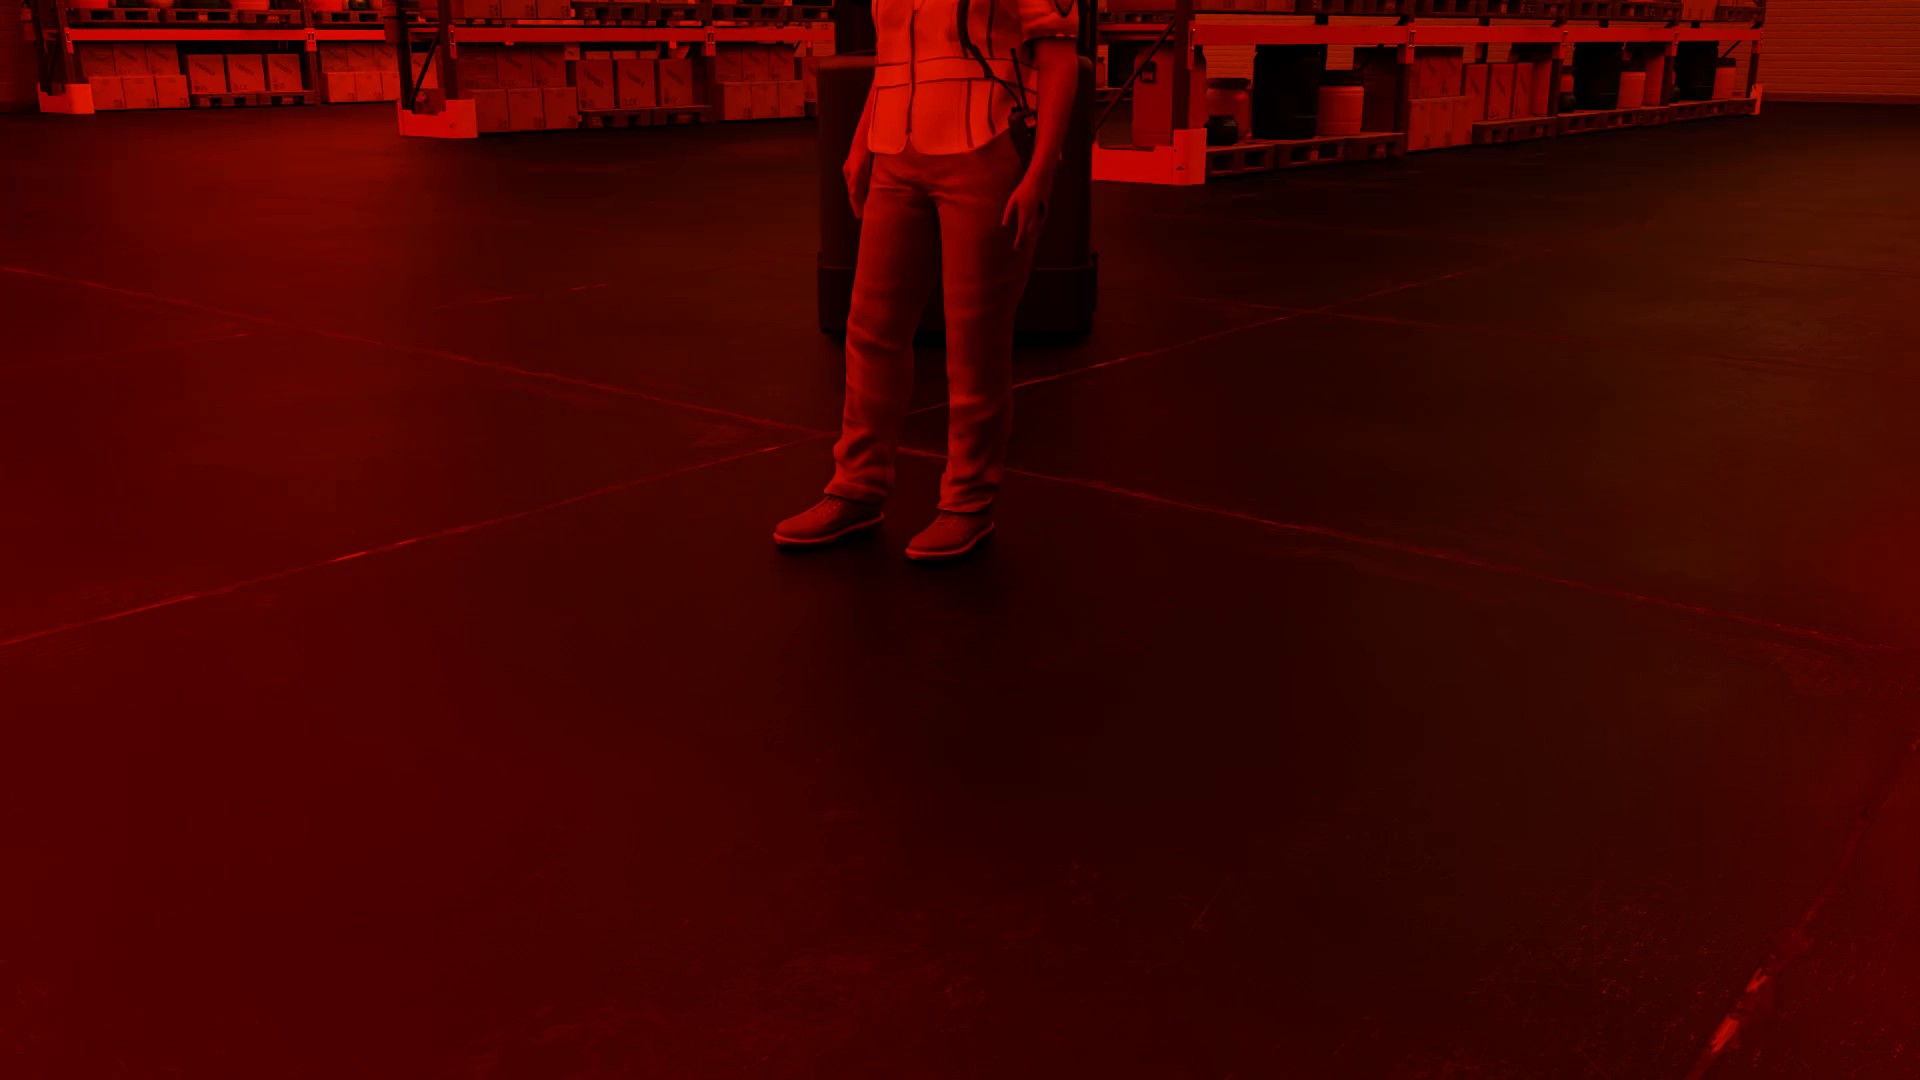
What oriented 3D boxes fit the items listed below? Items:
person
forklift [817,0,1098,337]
[{"bbox_3d":[-0.066,-0.792,3.655,0.598,1.670,0.529,13,21,37],"label":"person"},{"bbox_3d":[0.009,-2.564,7.341,1.130,2.935,3.031,0,17,1],"label":"forklift"}]
